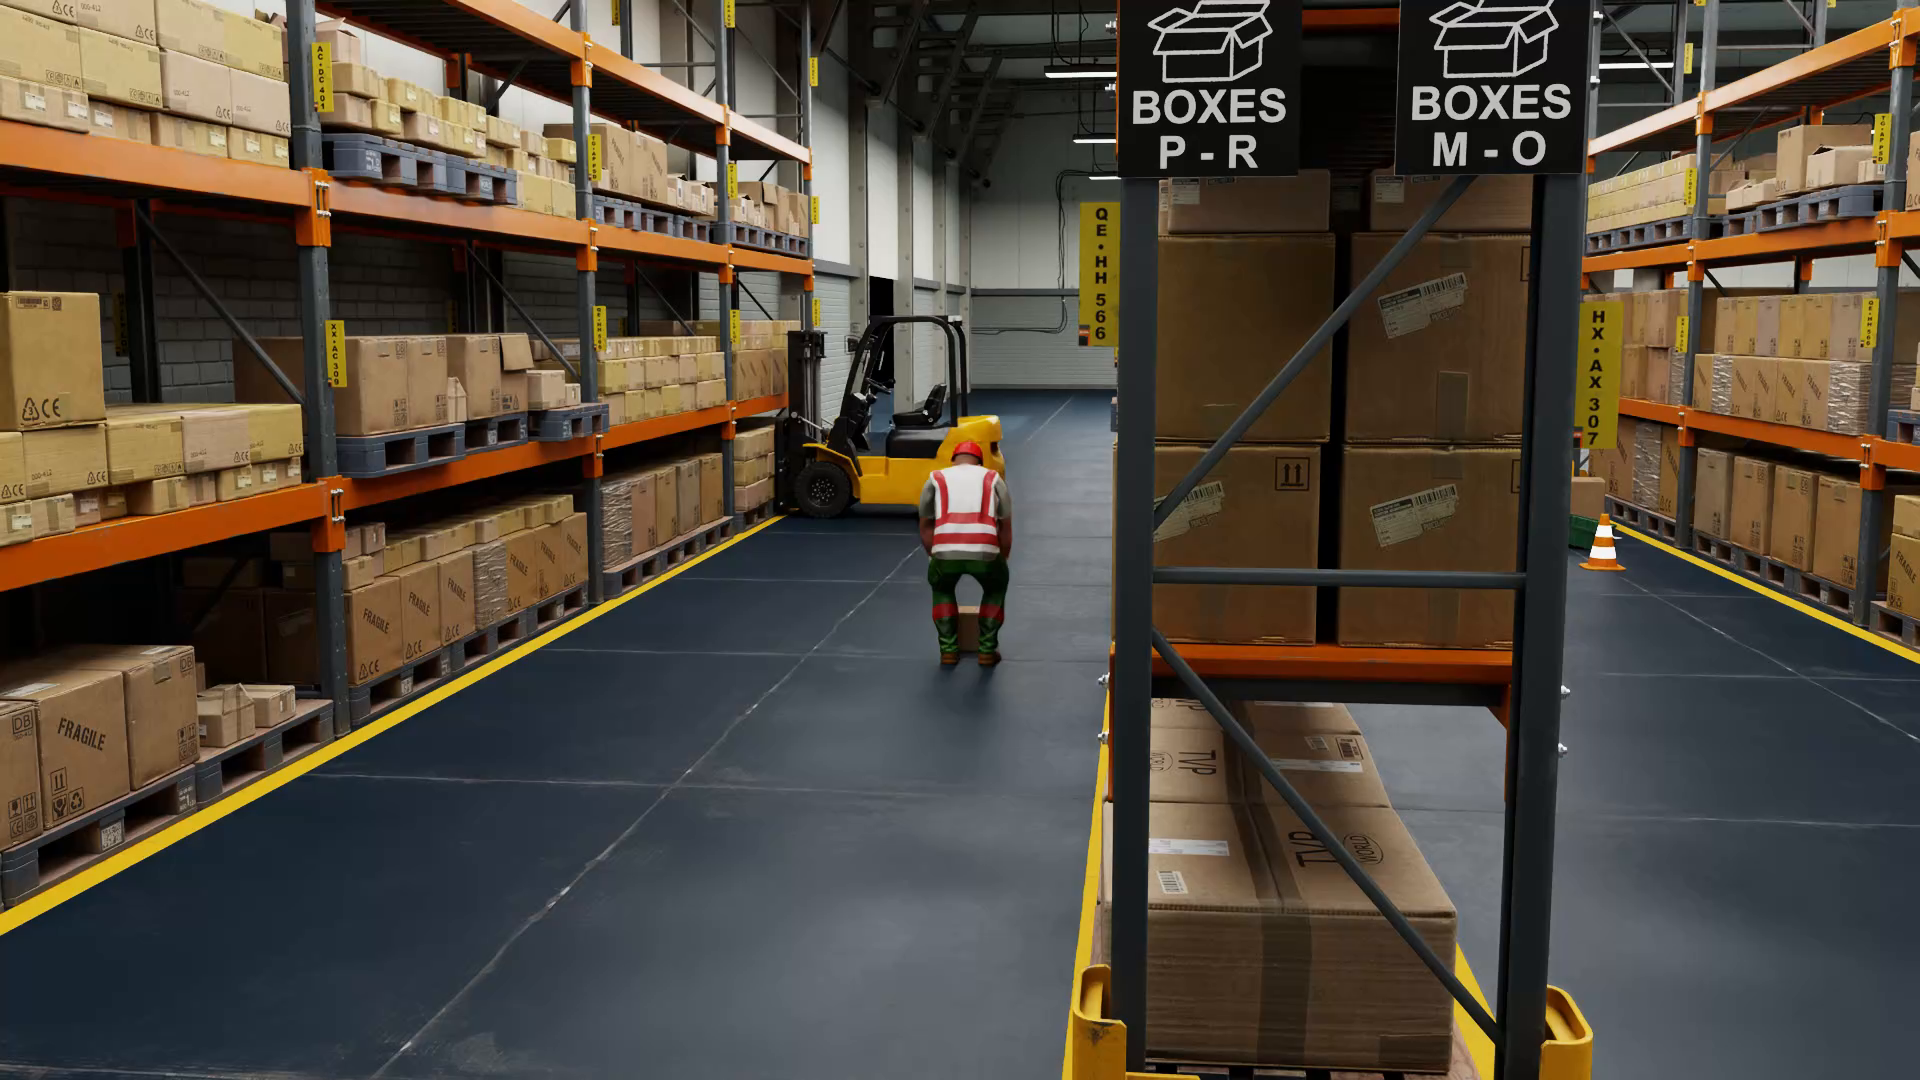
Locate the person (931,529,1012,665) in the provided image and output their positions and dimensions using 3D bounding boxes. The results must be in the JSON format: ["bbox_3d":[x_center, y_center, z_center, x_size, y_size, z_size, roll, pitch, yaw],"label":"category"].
[{"bbox_3d":[0.065,0.367,10.411,0.523,0.795,0.953,1,8,6],"label":"person"}]
